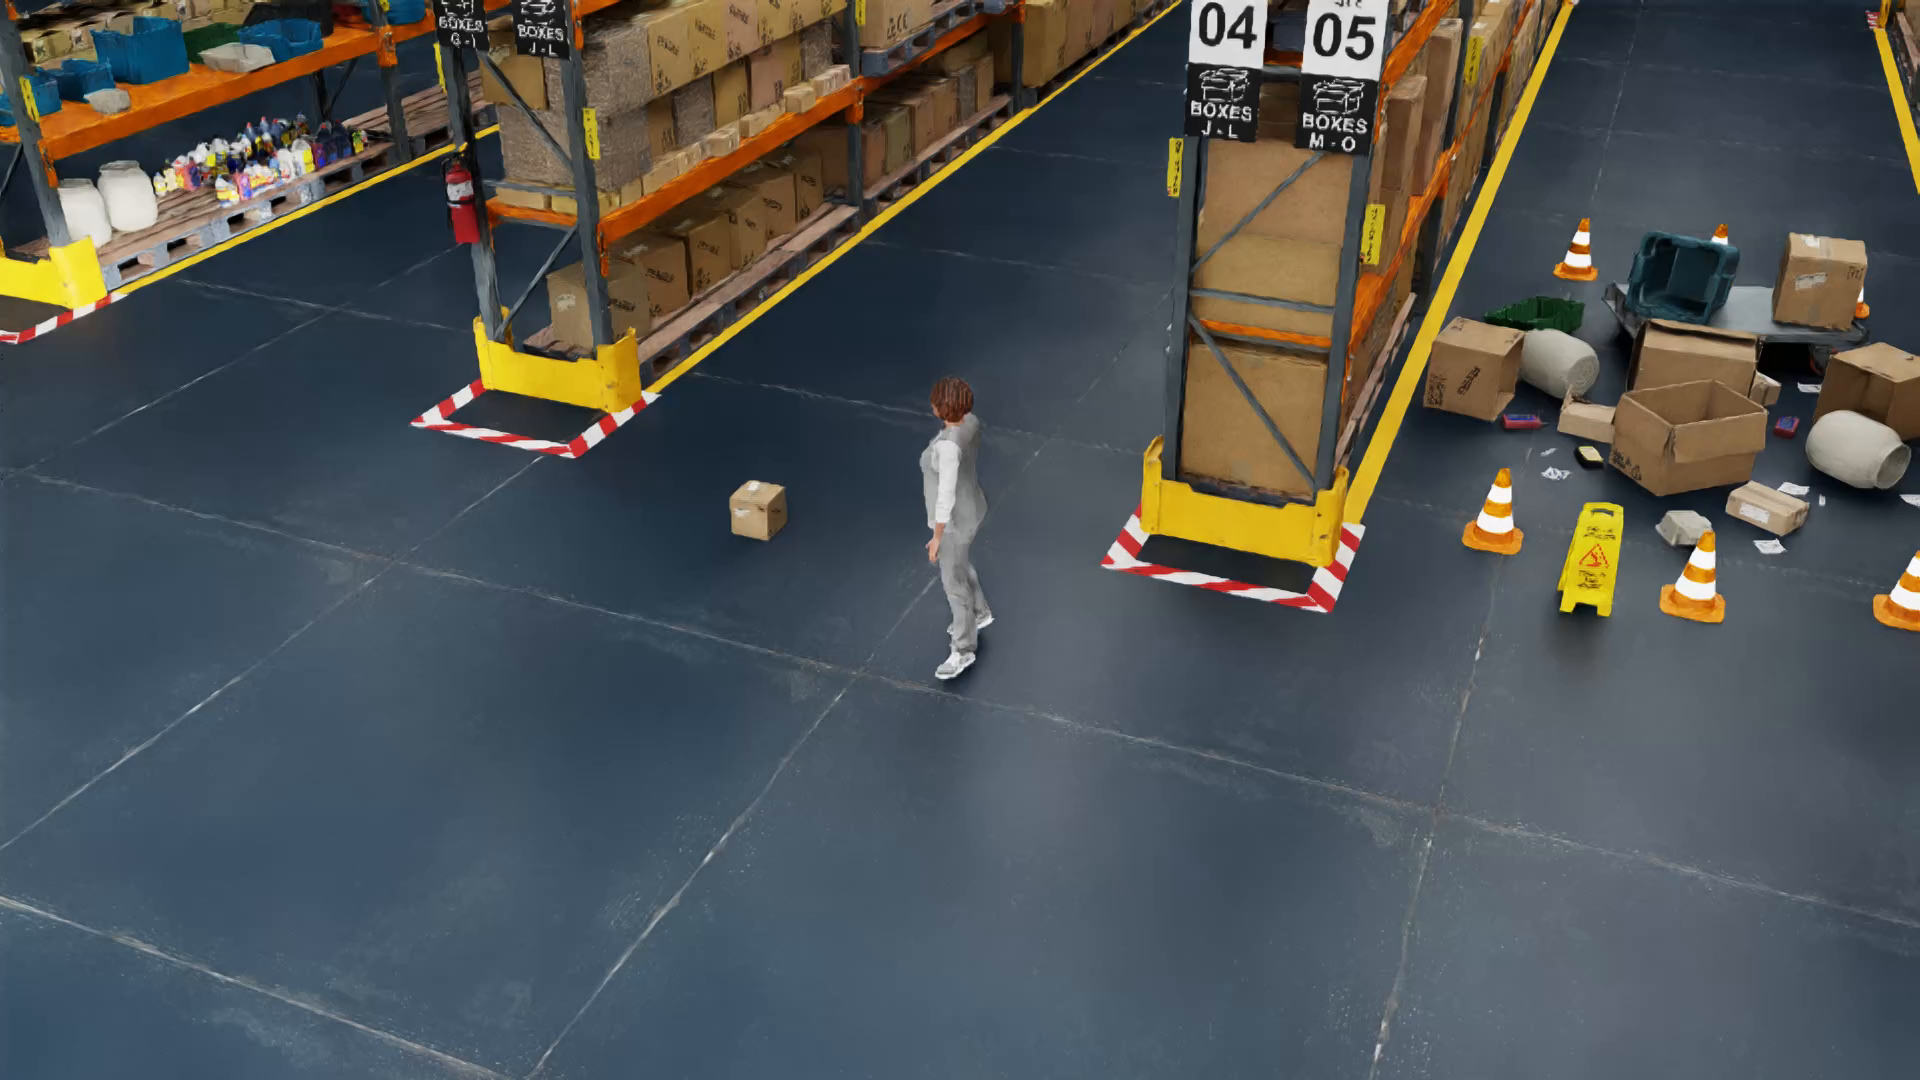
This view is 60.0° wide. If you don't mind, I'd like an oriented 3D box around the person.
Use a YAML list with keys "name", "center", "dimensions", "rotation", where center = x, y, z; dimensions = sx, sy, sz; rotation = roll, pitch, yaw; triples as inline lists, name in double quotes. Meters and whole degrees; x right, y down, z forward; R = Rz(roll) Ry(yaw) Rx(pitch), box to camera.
- name: "person"
  center: [-0.030, -0.088, 8.516]
  dimensions: [0.318, 1.616, 0.555]
  rotation: [7, 31, 12]
